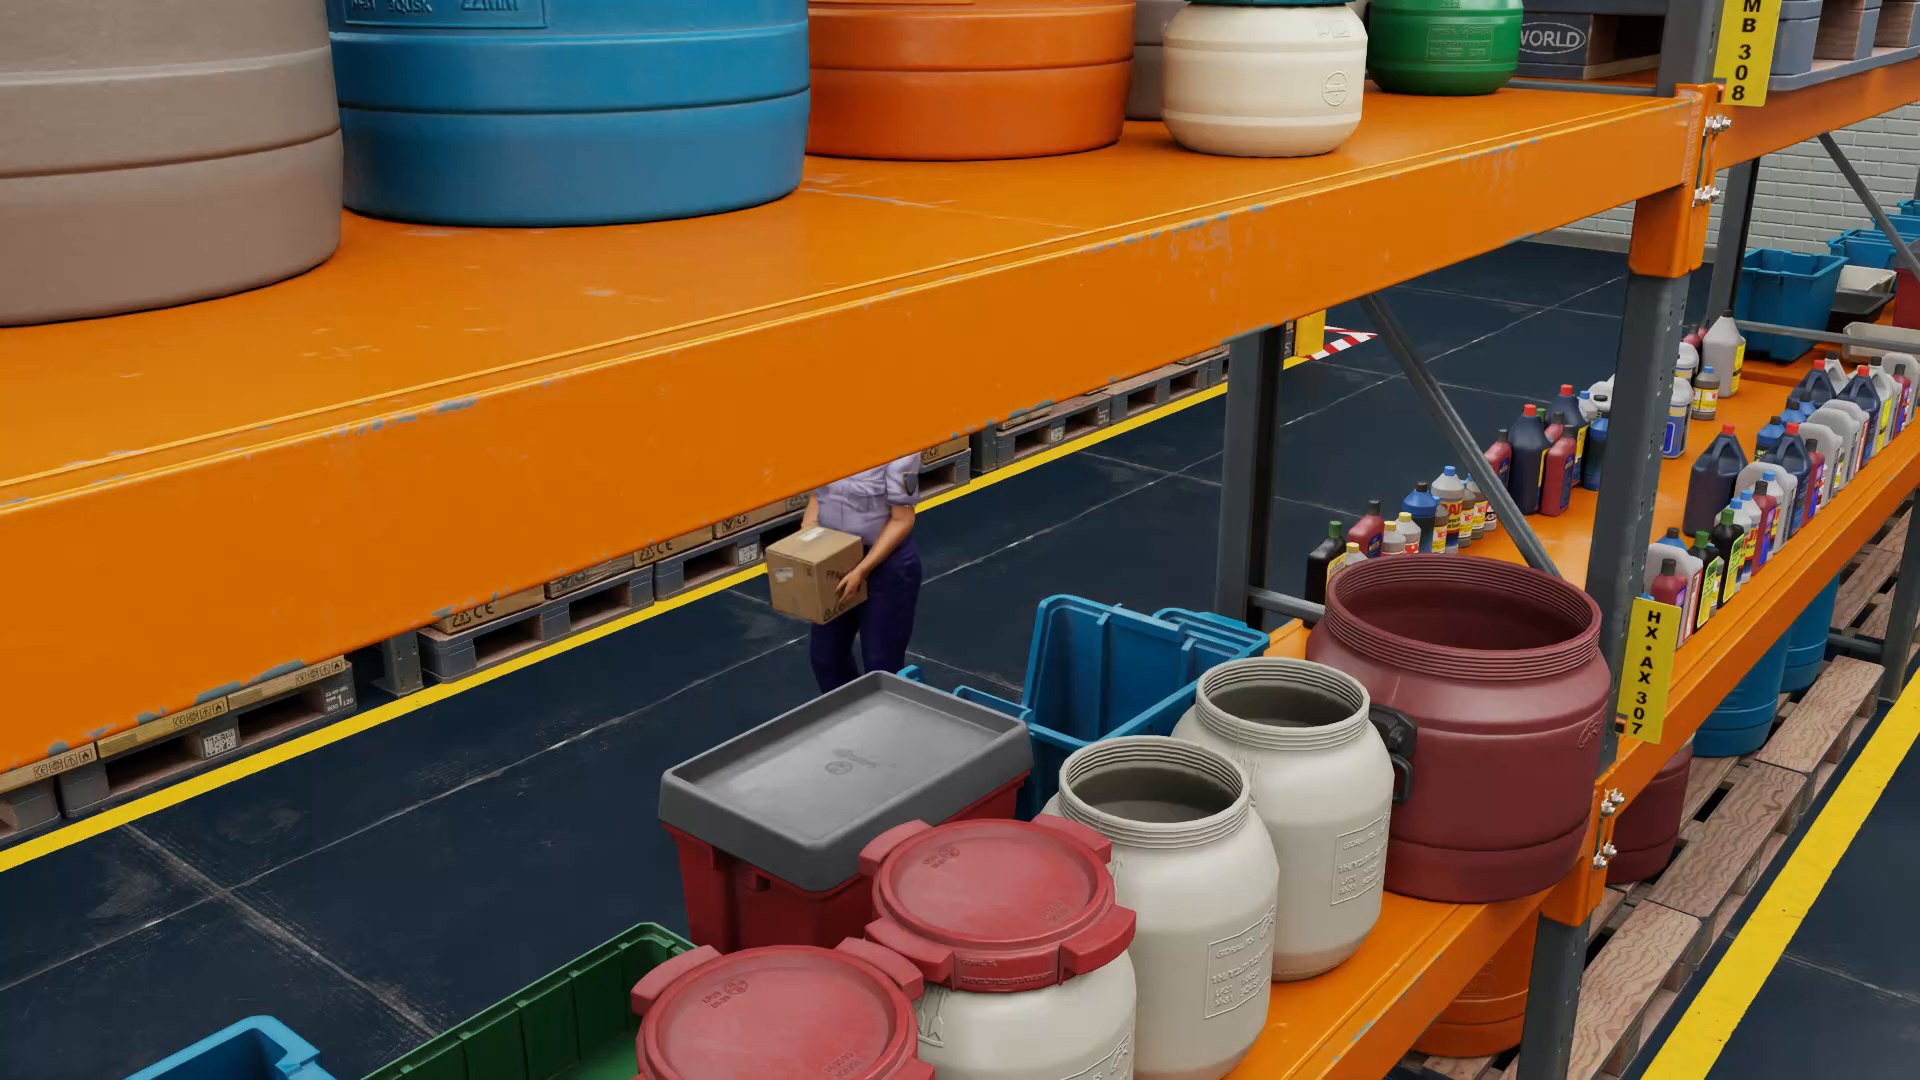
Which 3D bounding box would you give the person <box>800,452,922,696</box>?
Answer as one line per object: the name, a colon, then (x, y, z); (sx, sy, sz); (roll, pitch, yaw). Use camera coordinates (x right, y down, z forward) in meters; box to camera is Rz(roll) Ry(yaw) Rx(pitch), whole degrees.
person: (-0.394, 0.140, 6.206); (0.487, 1.654, 0.476); (16, 25, 36)
